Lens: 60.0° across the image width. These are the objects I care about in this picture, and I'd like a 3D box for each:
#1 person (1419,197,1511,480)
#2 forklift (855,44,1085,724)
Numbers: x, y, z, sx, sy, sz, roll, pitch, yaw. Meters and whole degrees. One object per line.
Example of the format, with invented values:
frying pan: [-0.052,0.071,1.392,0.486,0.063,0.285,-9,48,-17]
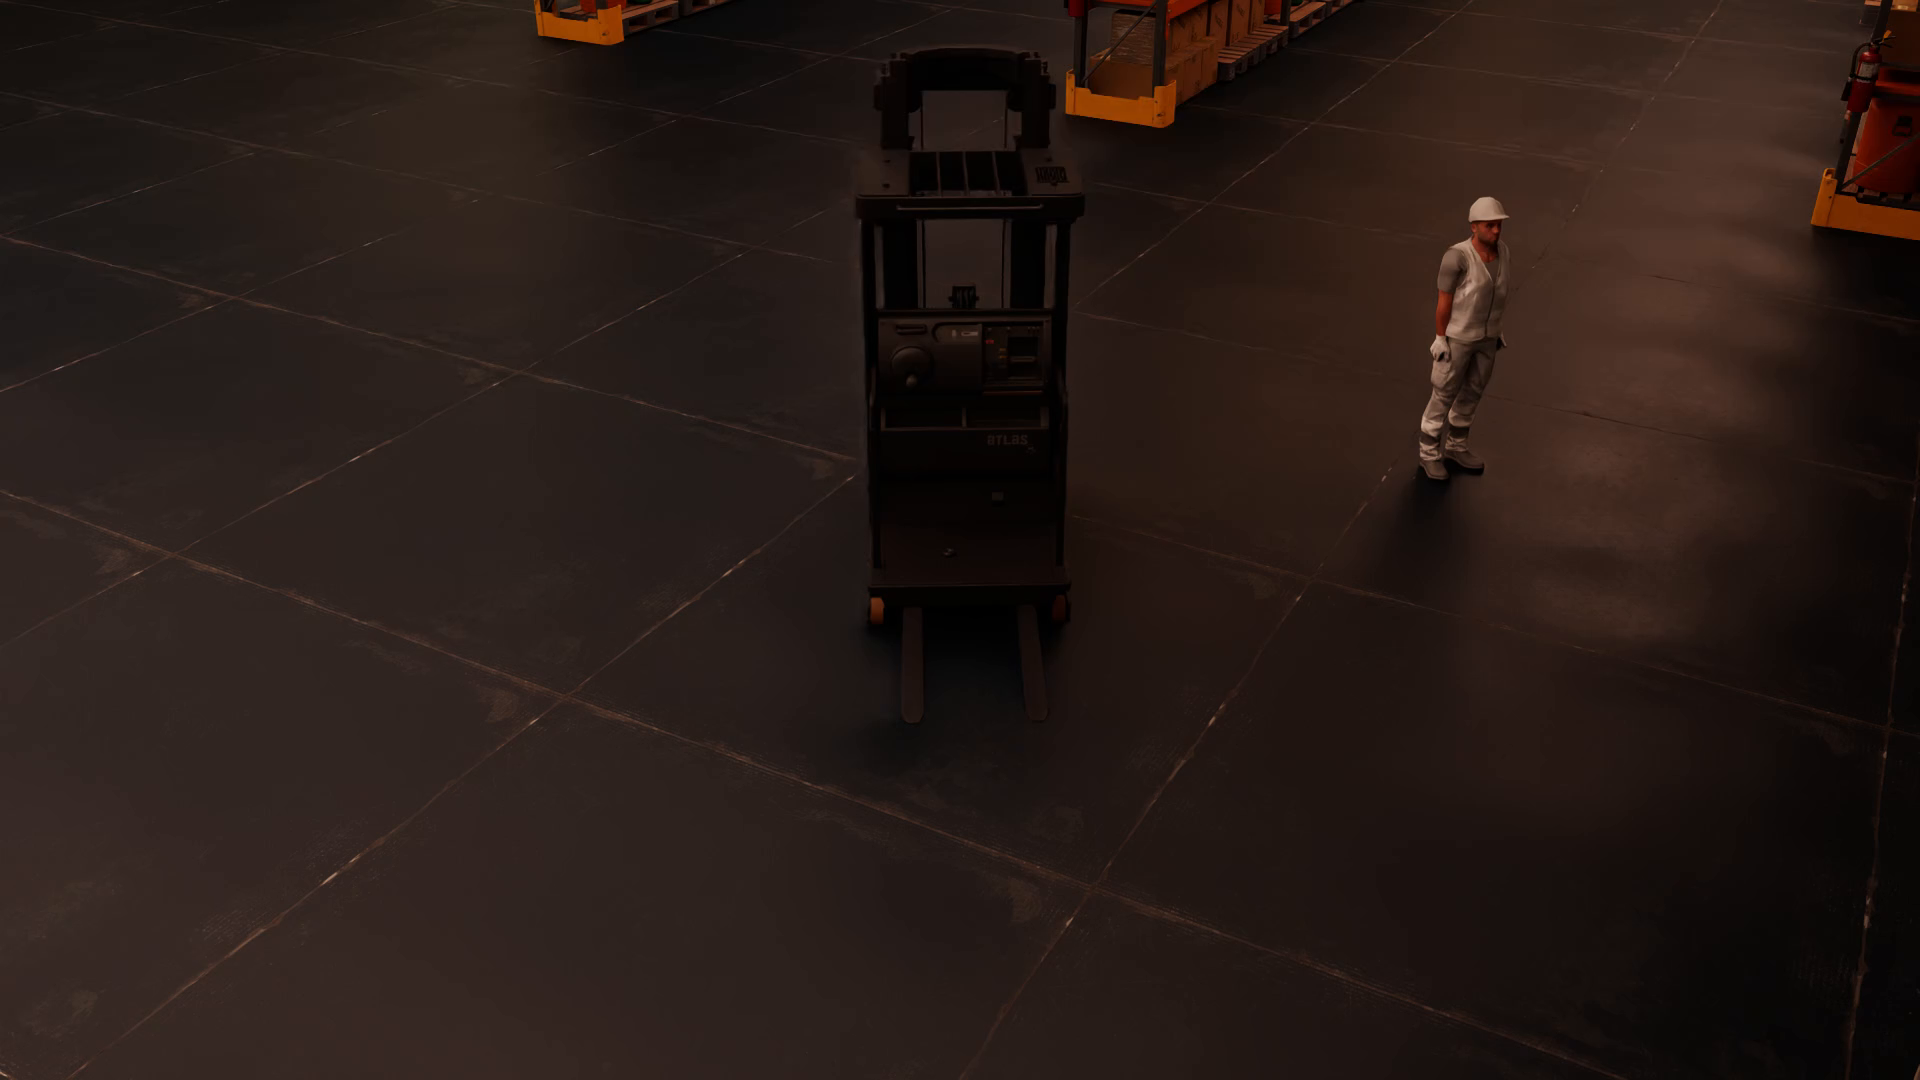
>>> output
person: [3.198,-1.262,10.400,0.525,1.795,0.367,-14,33,-23]
forklift: [0.037,-0.954,8.724,1.130,2.935,3.031,-1,30,-1]
